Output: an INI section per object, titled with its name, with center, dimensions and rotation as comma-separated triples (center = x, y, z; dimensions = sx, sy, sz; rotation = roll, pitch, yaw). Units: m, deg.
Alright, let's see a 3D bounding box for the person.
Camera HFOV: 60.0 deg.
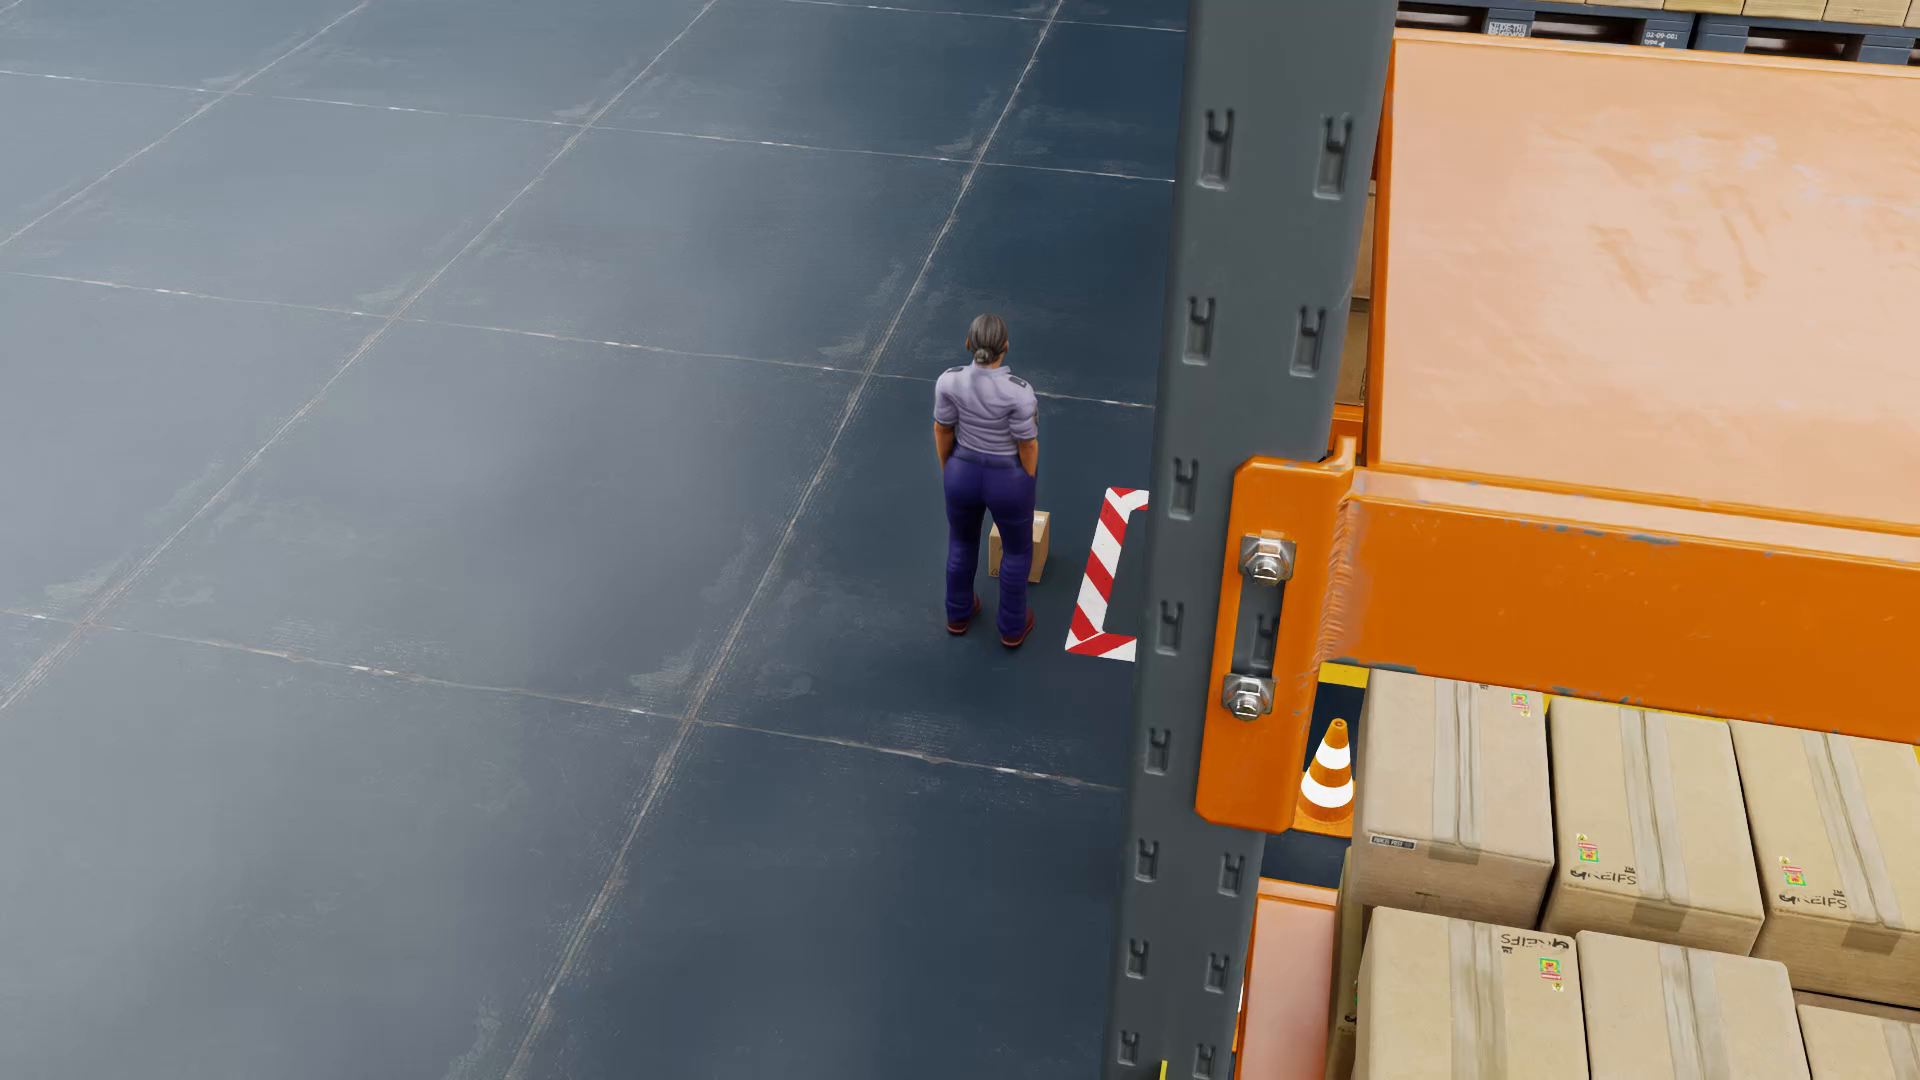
[person]
center = 0.120, -0.267, 7.340
dimensions = 0.469, 1.645, 0.342
rotation = 12, 38, 15
